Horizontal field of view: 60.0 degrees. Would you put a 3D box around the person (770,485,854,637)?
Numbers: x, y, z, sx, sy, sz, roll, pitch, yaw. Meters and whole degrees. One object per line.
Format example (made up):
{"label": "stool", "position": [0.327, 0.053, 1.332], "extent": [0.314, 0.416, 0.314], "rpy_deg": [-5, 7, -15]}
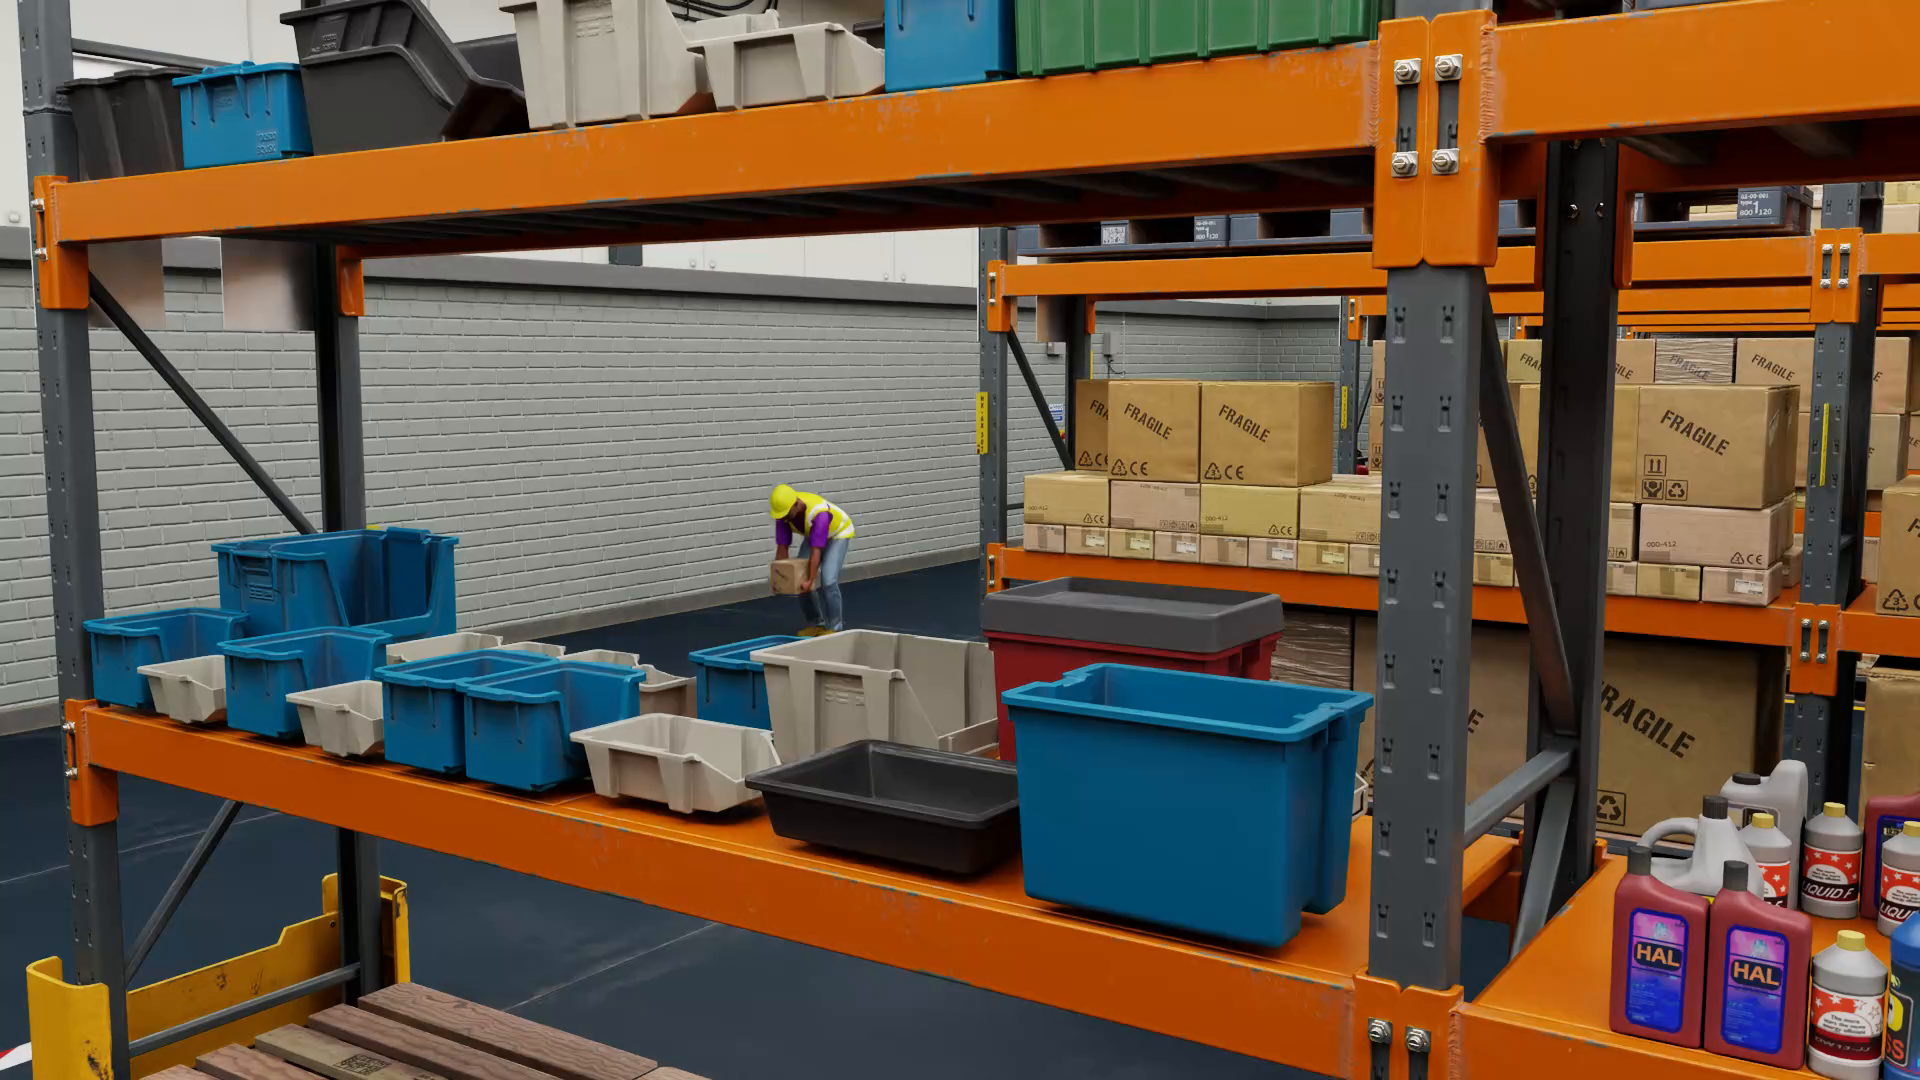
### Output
{"label": "person", "position": [-1.229, 0.181, 13.594], "extent": [0.494, 1.311, 0.923], "rpy_deg": [4, 7, 31]}
